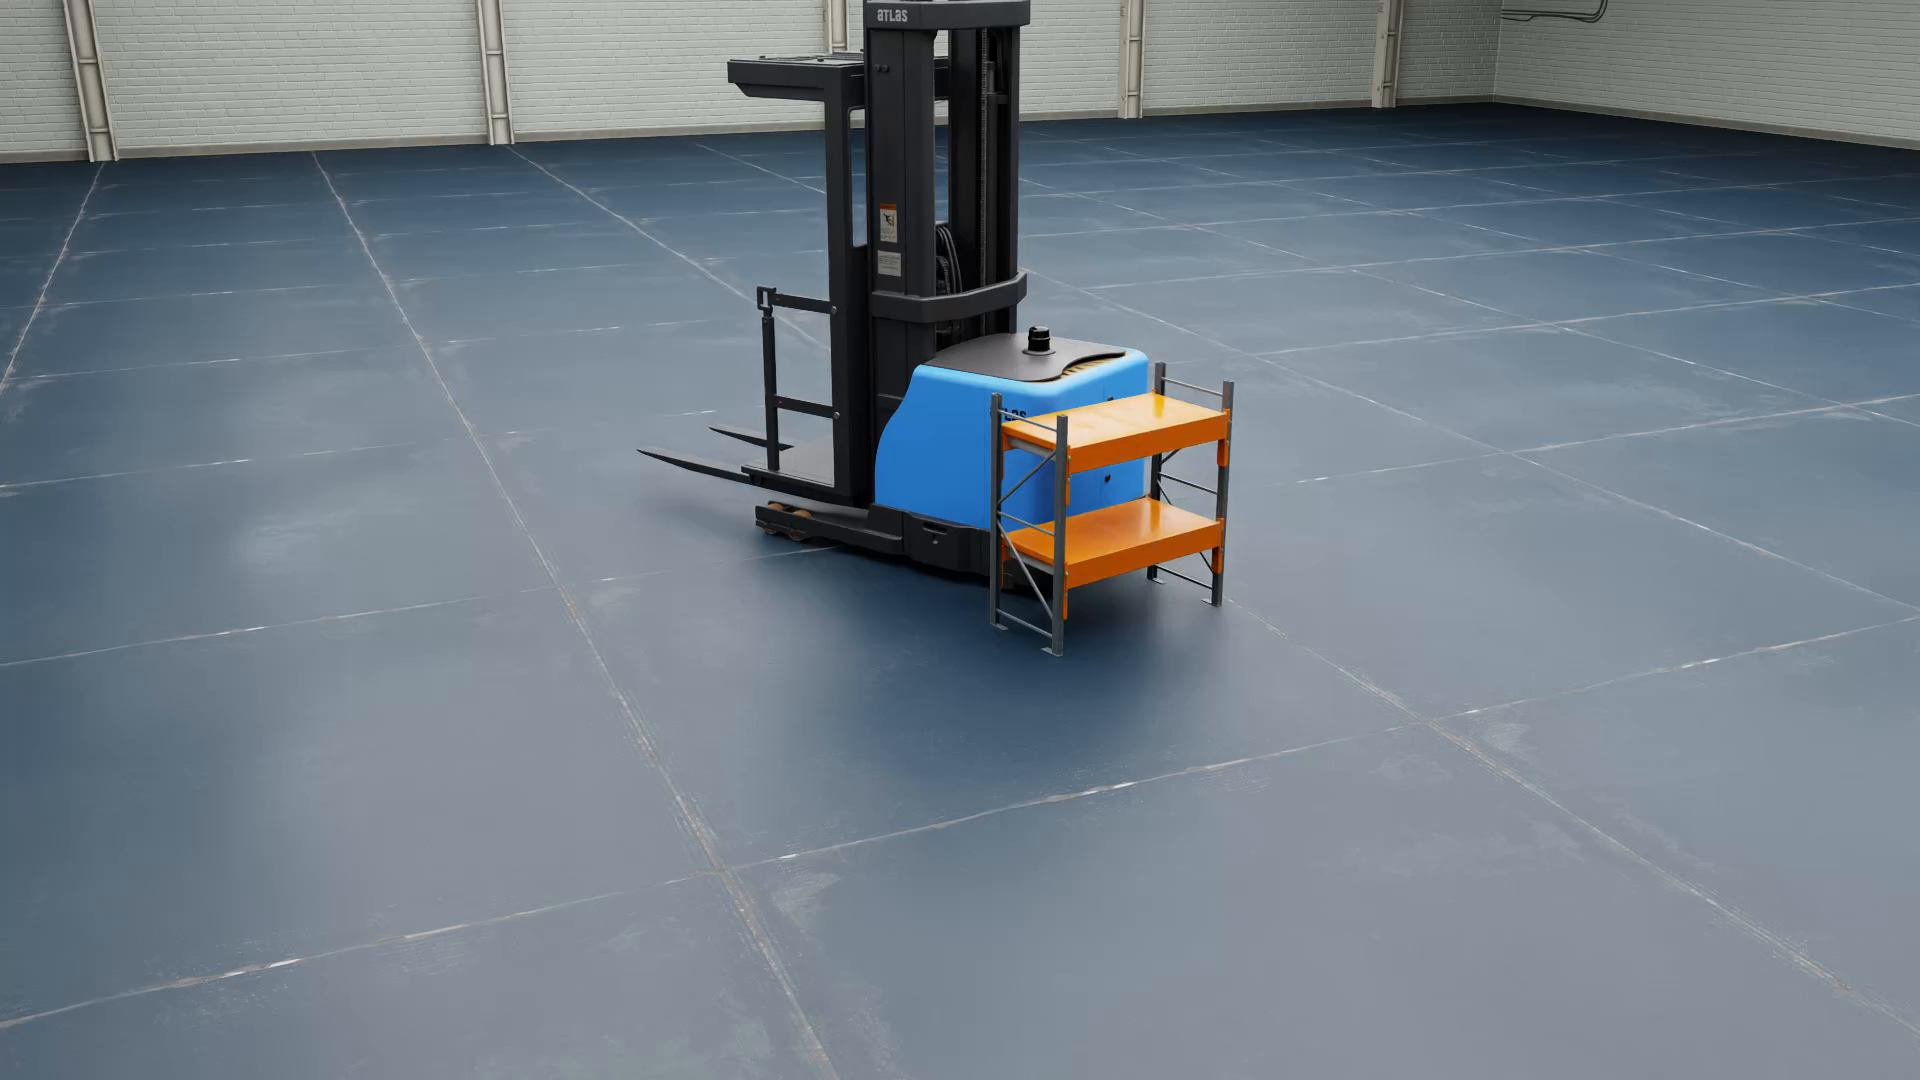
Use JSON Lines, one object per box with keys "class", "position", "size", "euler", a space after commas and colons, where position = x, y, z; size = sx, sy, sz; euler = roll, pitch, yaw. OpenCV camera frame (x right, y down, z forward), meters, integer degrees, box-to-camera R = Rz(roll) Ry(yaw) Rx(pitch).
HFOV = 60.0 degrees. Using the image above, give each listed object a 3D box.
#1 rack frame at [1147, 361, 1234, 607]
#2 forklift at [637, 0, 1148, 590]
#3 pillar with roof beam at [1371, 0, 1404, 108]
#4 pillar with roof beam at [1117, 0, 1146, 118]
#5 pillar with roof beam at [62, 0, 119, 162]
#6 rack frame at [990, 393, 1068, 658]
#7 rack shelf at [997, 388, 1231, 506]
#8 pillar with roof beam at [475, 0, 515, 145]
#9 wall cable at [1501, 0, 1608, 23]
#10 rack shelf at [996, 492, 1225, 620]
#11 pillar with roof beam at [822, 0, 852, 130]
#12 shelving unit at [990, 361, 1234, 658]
{"class": "rack frame", "position": [1.114, -0.272, 8.102], "size": [0.032, 1.125, 0.500], "euler": [-14, 24, -35]}
{"class": "forklift", "position": [-0.504, -1.505, 8.883], "size": [3.031, 2.935, 1.130], "euler": [14, 24, 34]}
{"class": "pillar with roof beam", "position": [10.523, -11.962, 29.445], "size": [0.400, 9.000, 9.100], "euler": [-8, 21, -22]}
{"class": "pillar with roof beam", "position": [5.014, -11.173, 27.204], "size": [0.400, 9.000, 9.100], "euler": [-8, 21, -22]}
{"class": "pillar with roof beam", "position": [-11.514, -8.805, 20.478], "size": [0.400, 9.000, 9.100], "euler": [-8, 21, -22]}
{"class": "rack frame", "position": [0.304, -0.068, 7.522], "size": [0.032, 1.125, 0.500], "euler": [-14, 24, -35]}
{"class": "rack shelf", "position": [0.709, -0.446, 7.715], "size": [1.000, 0.278, 0.538], "euler": [-14, 24, -35]}
{"class": "pillar with roof beam", "position": [-6.005, -9.594, 22.720], "size": [0.400, 9.000, 9.100], "euler": [-8, 21, -22]}
{"class": "wall cable", "position": [12.046, -11.794, 33.645], "size": [0.112, 2.526, 3.097], "euler": [-8, 21, -22]}
{"class": "rack shelf", "position": [0.709, 0.060, 7.893], "size": [1.000, 0.278, 0.538], "euler": [-14, 24, -35]}
{"class": "pillar with roof beam", "position": [-0.496, -10.383, 24.962], "size": [0.400, 9.000, 9.100], "euler": [-8, 21, -22]}
{"class": "shelving unit", "position": [0.709, -0.170, 7.812], "size": [1.048, 1.125, 0.538], "euler": [-14, 24, -35]}
